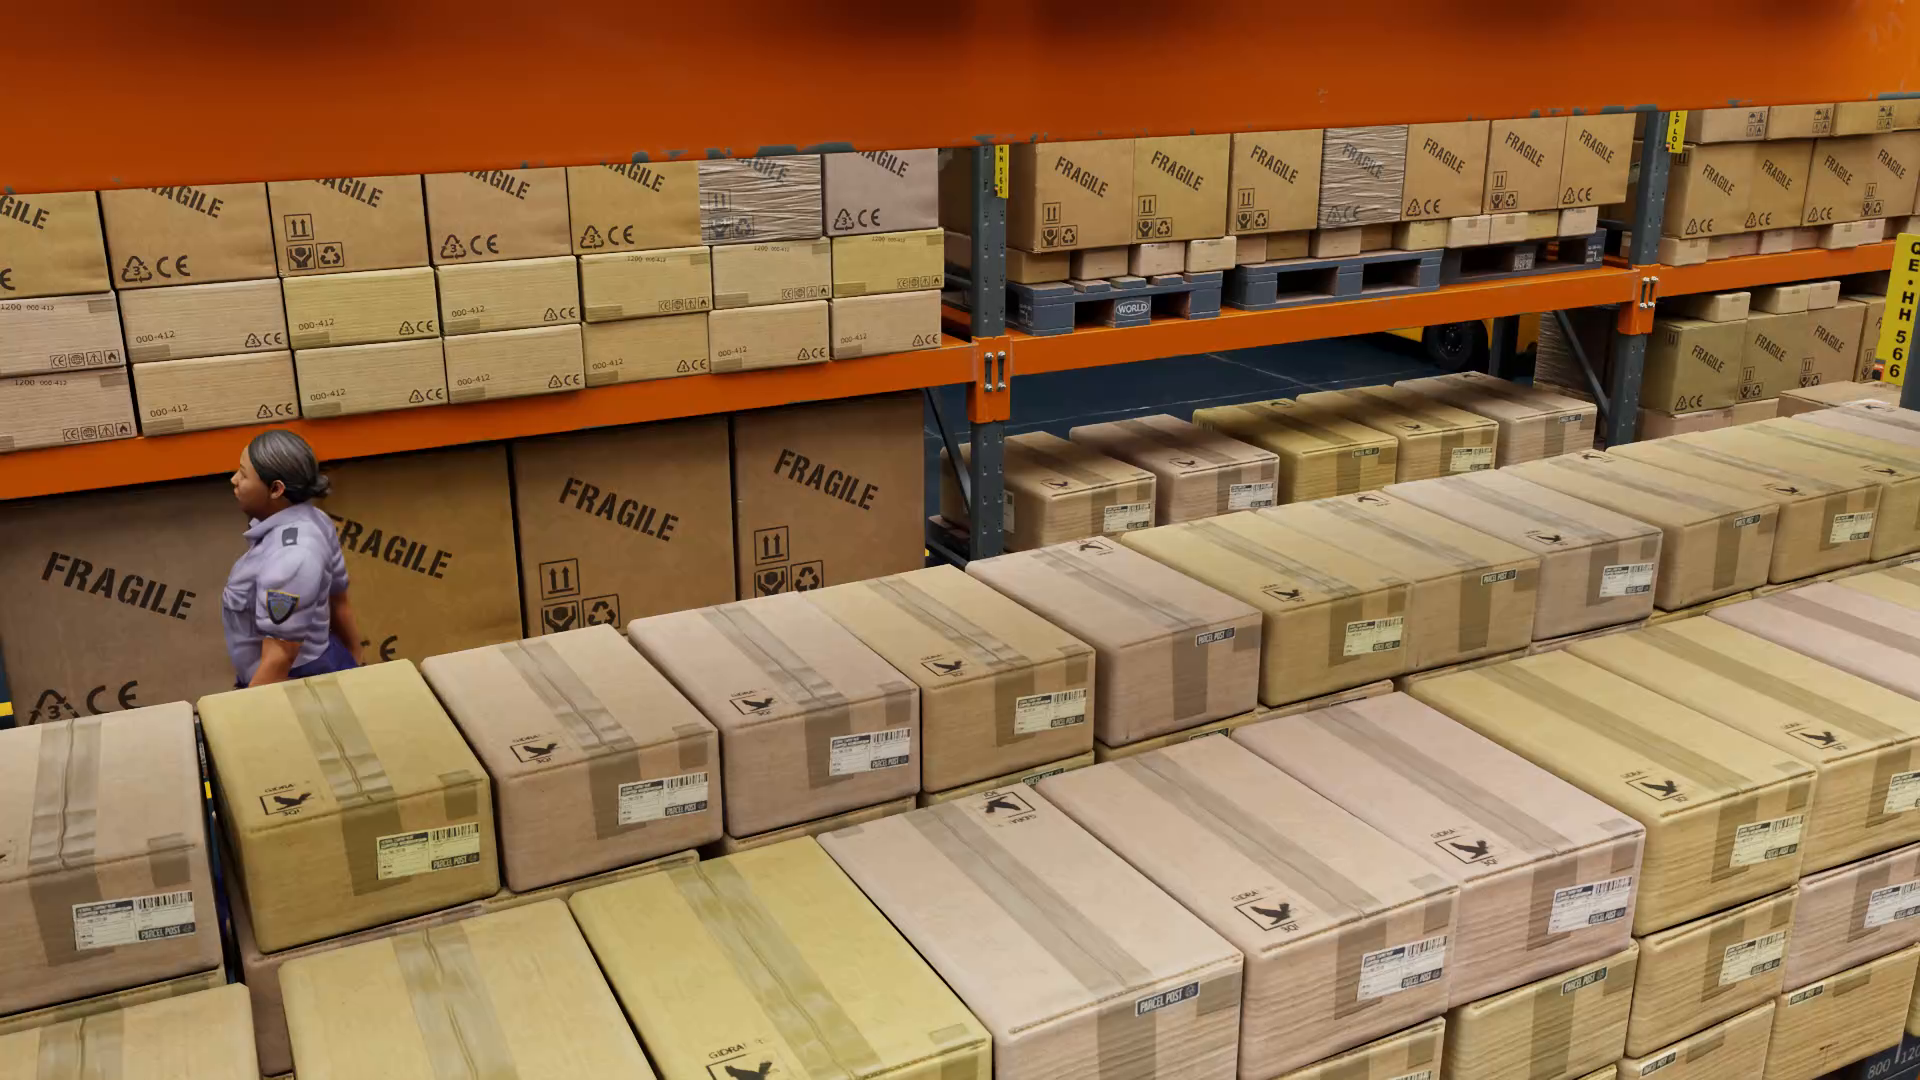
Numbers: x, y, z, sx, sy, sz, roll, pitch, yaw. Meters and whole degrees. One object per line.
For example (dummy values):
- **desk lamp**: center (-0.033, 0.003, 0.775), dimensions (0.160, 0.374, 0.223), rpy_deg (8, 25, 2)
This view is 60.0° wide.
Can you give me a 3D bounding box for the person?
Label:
- **person**: center (-1.892, 0.495, 4.632), dimensions (0.906, 1.624, 0.492), rpy_deg (-7, 20, -20)
